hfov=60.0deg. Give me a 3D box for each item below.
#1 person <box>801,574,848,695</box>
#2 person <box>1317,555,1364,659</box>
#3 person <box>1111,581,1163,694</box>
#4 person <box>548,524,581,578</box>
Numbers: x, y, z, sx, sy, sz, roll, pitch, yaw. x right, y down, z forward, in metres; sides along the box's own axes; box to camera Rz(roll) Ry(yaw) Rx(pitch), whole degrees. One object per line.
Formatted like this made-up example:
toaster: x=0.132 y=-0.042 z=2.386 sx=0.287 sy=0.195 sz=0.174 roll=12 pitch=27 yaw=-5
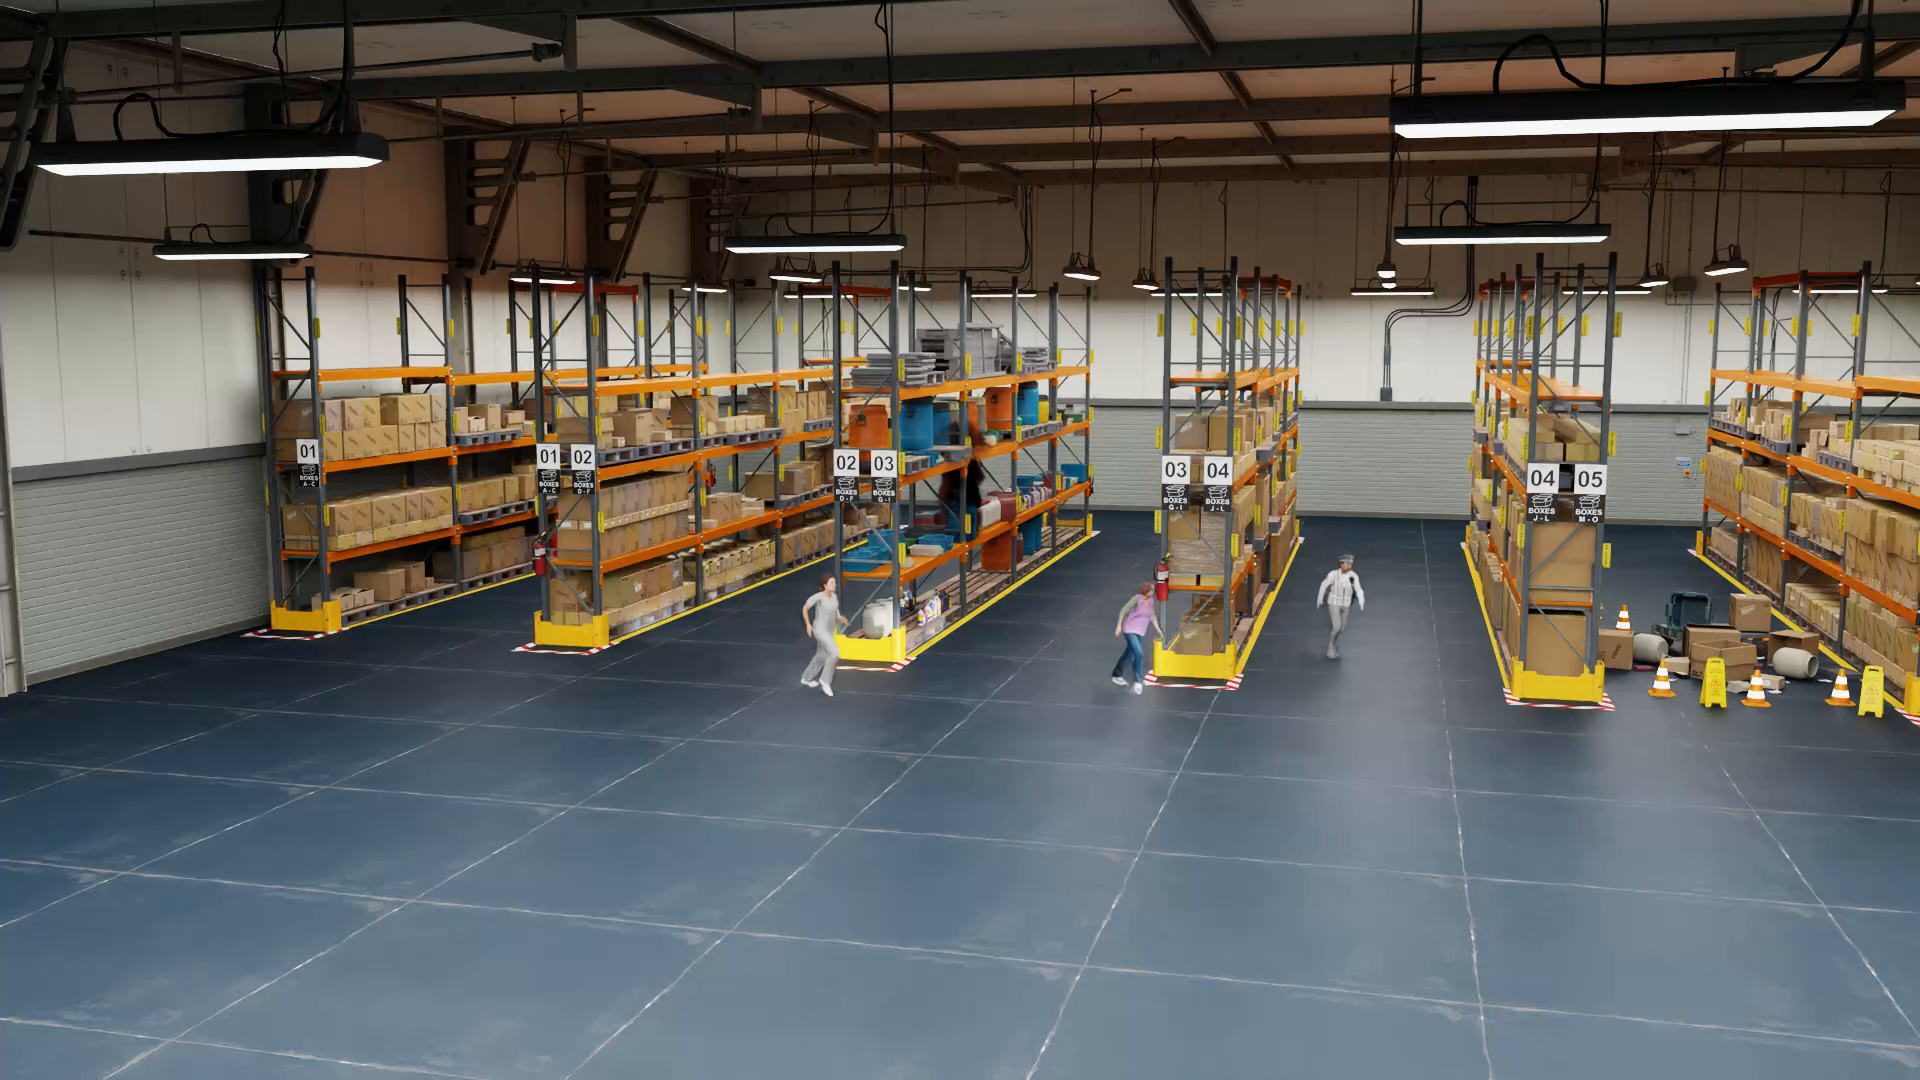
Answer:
person: x=-1.892 y=1.295 z=22.922 sx=0.811 sy=1.671 sz=0.512 roll=5 pitch=9 yaw=32
person: x=5.784 y=1.009 z=25.094 sx=0.561 sy=1.618 sz=0.776 roll=-1 pitch=7 yaw=-11
person: x=2.441 y=1.320 z=23.168 sx=0.498 sy=1.541 sz=0.788 roll=-6 pitch=10 yaw=-41
person: x=-6.998 y=0.435 z=29.687 sx=0.673 sy=1.629 sz=0.833 roll=0 pitch=7 yaw=-3
